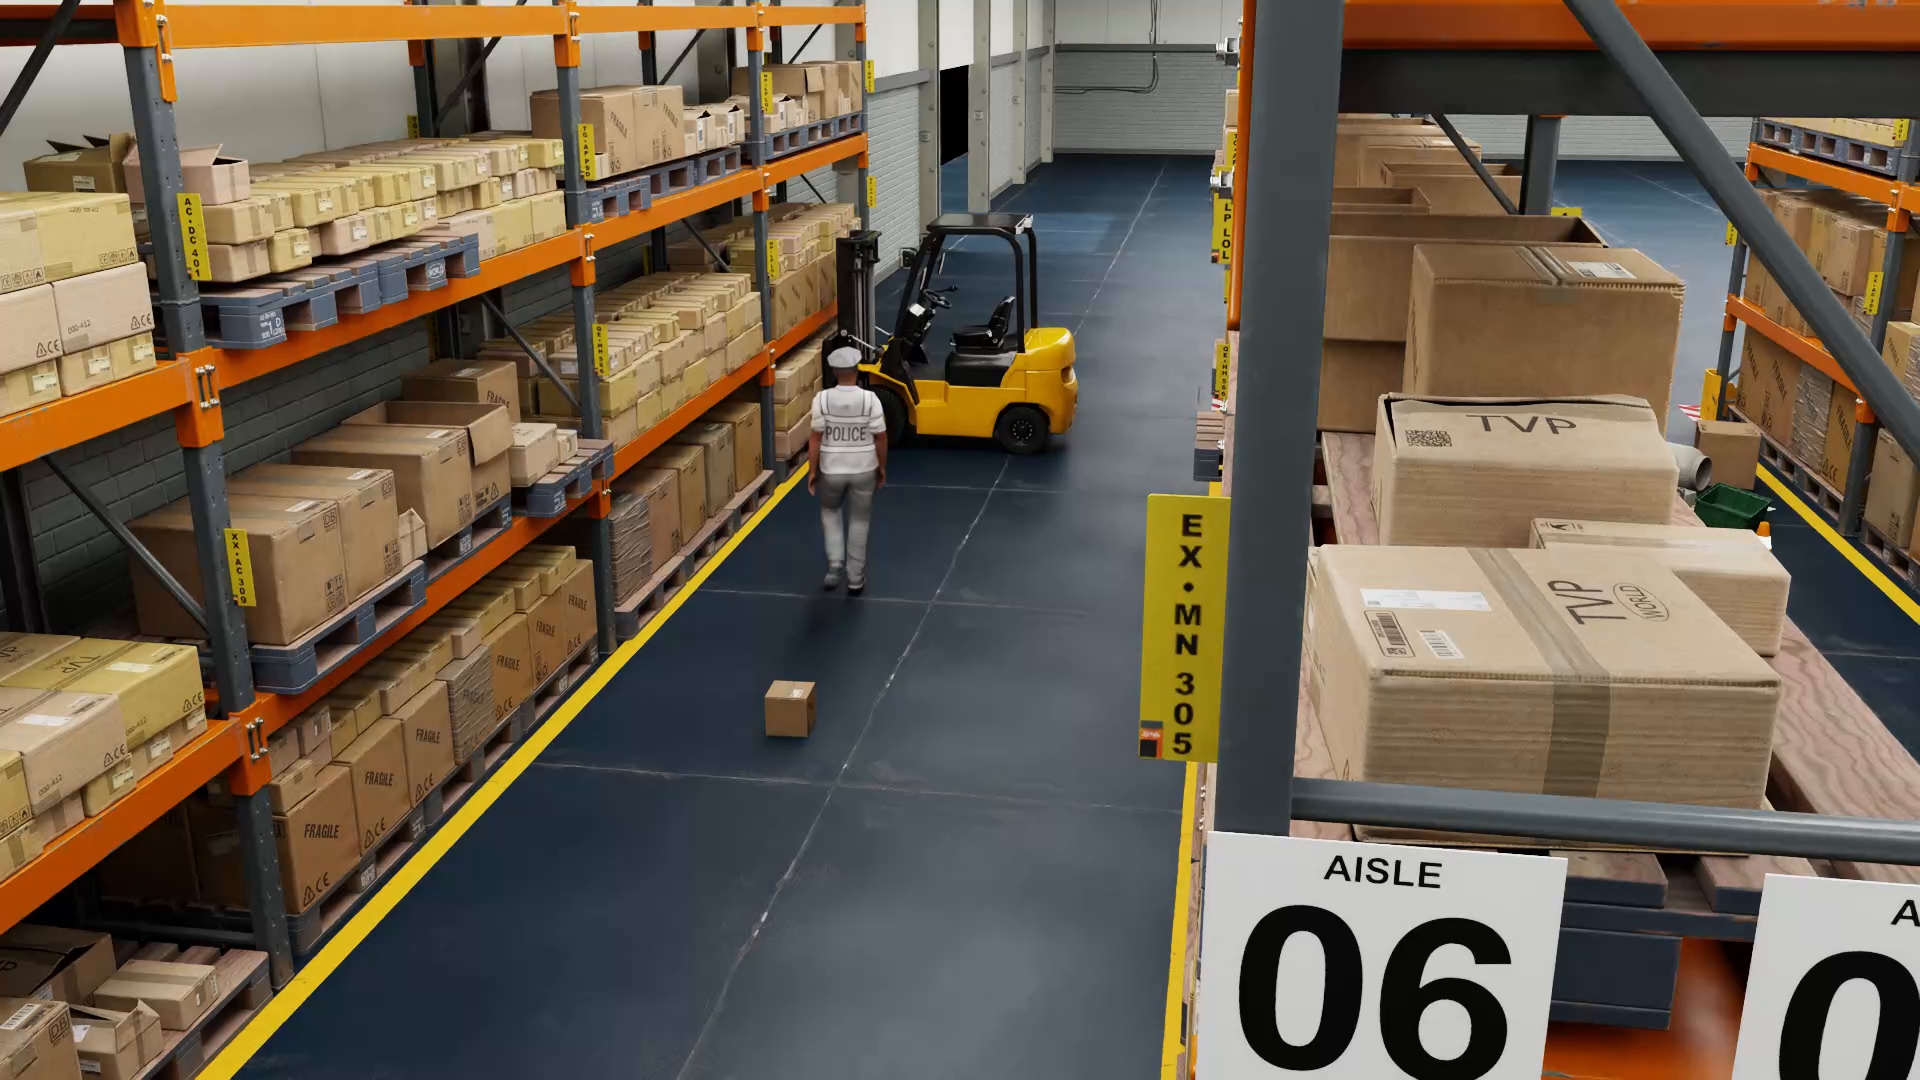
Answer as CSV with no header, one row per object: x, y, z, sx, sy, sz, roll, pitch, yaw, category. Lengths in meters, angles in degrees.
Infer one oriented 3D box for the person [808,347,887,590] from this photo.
-0.807,-0.502,12.078,0.573,1.827,0.475,1,18,2,person
